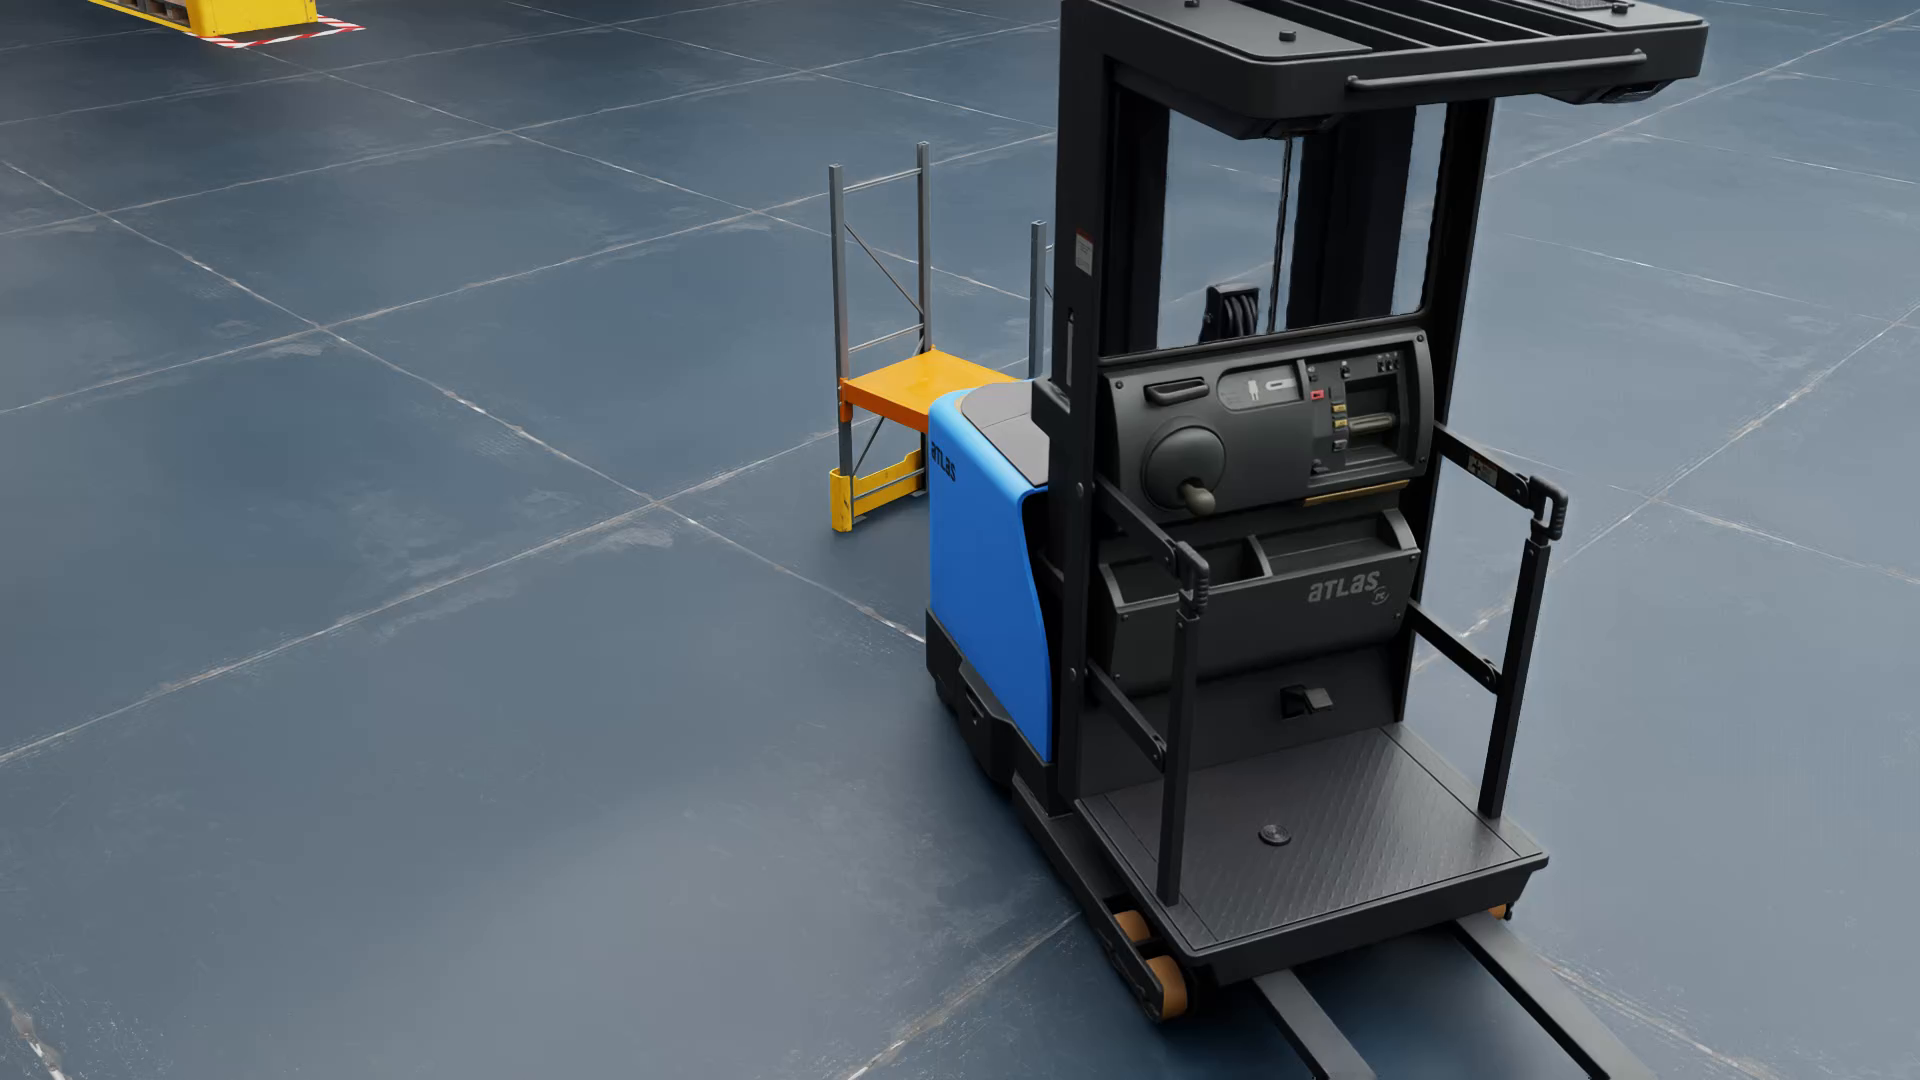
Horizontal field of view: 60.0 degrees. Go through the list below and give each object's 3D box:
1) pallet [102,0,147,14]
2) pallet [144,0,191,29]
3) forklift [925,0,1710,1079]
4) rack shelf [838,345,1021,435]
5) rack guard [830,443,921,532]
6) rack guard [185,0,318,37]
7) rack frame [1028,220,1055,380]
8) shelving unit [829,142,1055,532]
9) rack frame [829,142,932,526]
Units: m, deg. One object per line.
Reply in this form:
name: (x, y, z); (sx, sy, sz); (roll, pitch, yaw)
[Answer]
pallet: (-8.362, -5.805, 17.563); (1.213, 0.211, 1.003); (25, 36, 38)
pallet: (-7.496, -5.407, 16.806); (1.213, 0.211, 1.003); (25, 36, 38)
forklift: (0.891, -0.262, 4.098); (1.130, 2.935, 3.031); (-10, 29, -19)
rack shelf: (0.061, -0.477, 6.432); (1.000, 0.185, 0.538); (25, 36, 38)
rack guard: (-0.301, -0.248, 6.954); (0.087, 0.250, 0.587); (25, 36, 38)
rack guard: (-6.921, -5.268, 16.231); (0.348, 0.500, 1.175); (25, 36, 38)
rack frame: (0.423, -0.470, 6.033); (0.032, 1.500, 0.500); (25, 36, 38)
shelving unit: (0.054, -0.639, 6.354); (1.083, 1.500, 0.587); (25, 36, 38)
rack frame: (-0.302, -0.802, 6.663); (0.032, 1.500, 0.500); (25, 36, 38)
